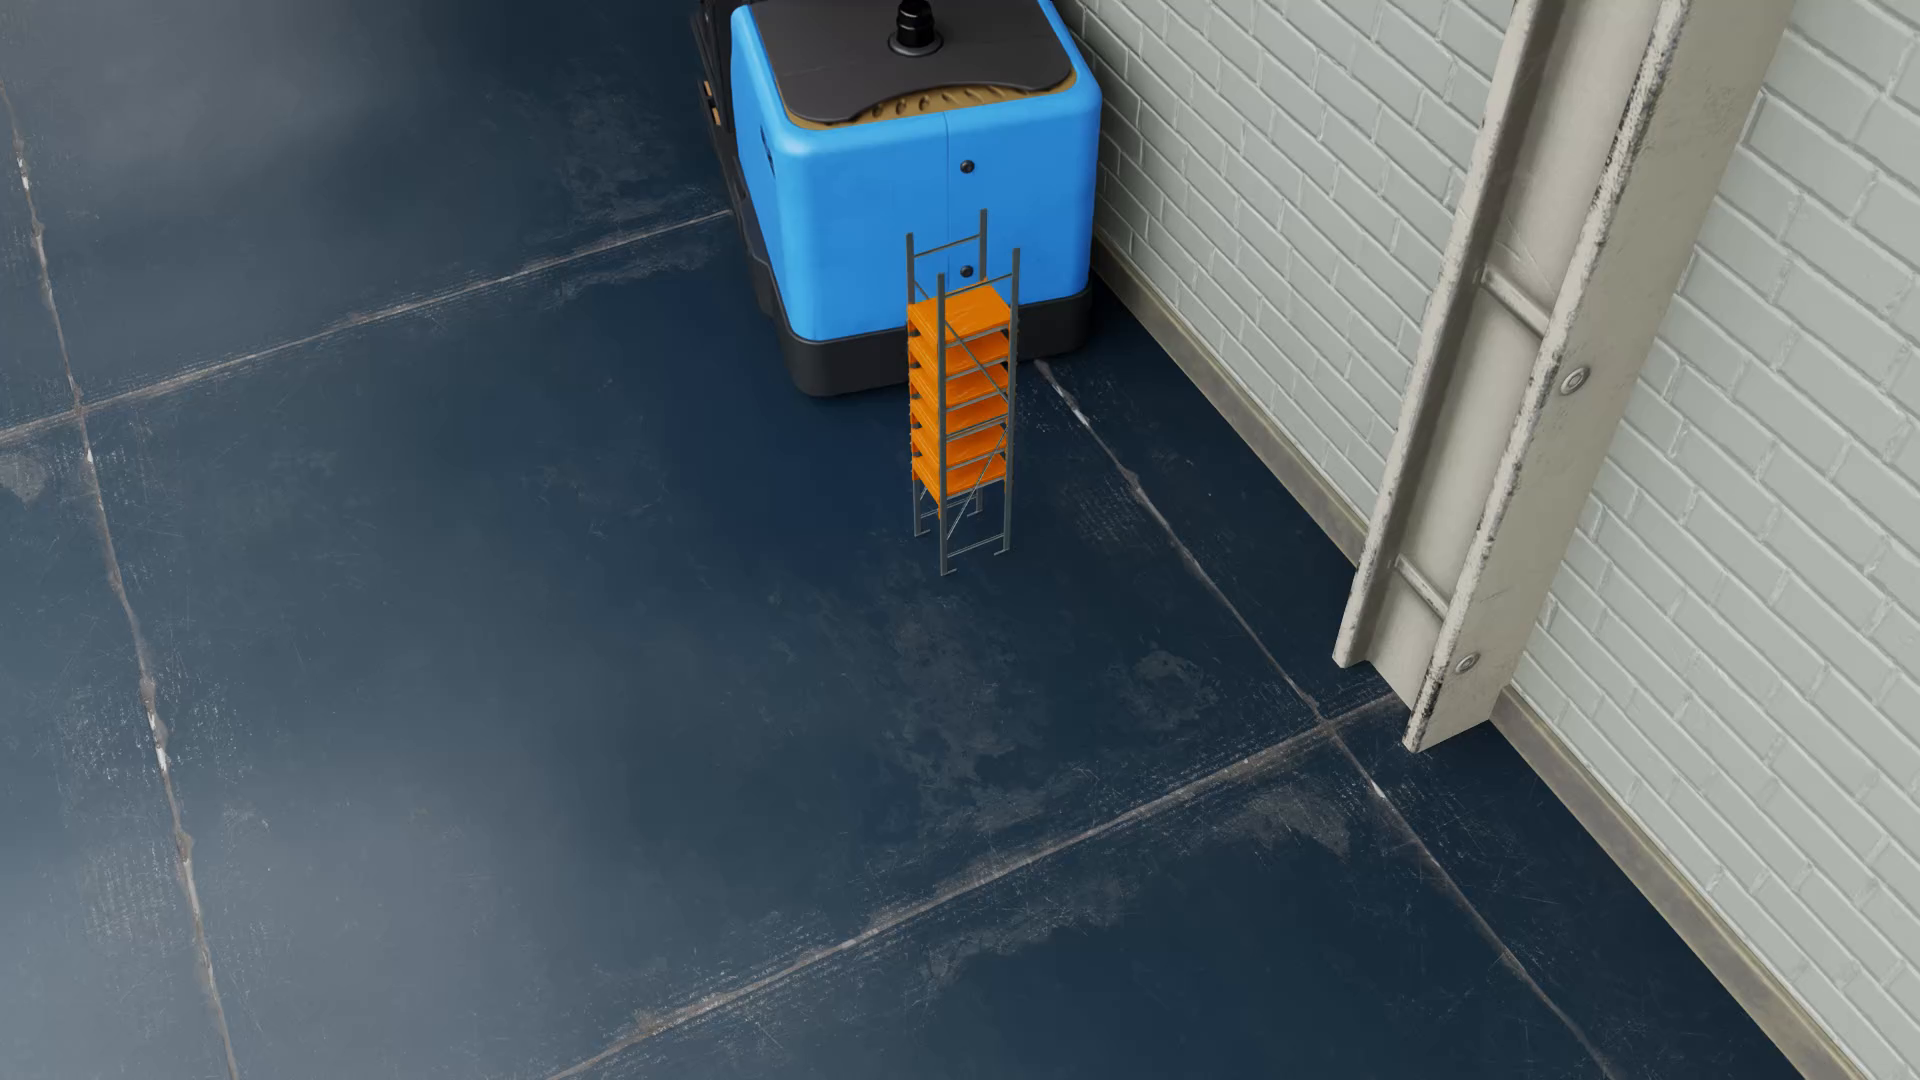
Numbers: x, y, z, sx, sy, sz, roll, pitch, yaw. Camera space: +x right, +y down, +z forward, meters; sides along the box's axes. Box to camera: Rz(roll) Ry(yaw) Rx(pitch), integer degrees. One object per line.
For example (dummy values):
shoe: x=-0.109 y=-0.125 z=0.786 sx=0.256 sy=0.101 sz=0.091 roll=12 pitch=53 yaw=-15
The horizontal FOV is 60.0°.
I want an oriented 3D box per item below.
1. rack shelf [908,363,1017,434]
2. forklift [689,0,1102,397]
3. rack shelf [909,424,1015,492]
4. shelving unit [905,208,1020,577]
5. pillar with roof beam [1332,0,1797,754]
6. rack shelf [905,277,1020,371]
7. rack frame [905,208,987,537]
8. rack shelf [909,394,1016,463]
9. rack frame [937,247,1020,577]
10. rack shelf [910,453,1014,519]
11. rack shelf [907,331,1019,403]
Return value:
rack shelf: x=0.007 y=-0.435 z=4.733 sx=0.258 sy=0.103 sz=0.180 roll=-21 pitch=52 yaw=-18
forklift: x=-0.429 y=-2.582 z=5.561 sx=1.130 sy=2.935 sz=3.031 roll=-12 pitch=50 yaw=-10
rack shelf: x=0.007 y=-0.277 z=4.914 sx=0.258 sy=0.103 sz=0.180 roll=-21 pitch=52 yaw=-18
shelving unit: x=0.007 y=-0.385 z=4.790 sx=0.258 sy=1.200 sz=0.189 roll=-21 pitch=52 yaw=-18
pillar with roof beam: x=-2.497 y=-1.057 z=0.196 sx=9.100 sy=9.000 sz=0.400 roll=-21 pitch=52 yaw=-18
rack shelf: x=0.007 y=-0.593 z=4.552 sx=0.258 sy=0.103 sz=0.180 roll=-21 pitch=52 yaw=-18
rack frame: x=-0.035 y=-0.447 z=4.843 sx=0.240 sy=1.200 sz=0.006 roll=-21 pitch=52 yaw=-18
rack shelf: x=0.007 y=-0.356 z=4.823 sx=0.258 sy=0.103 sz=0.180 roll=-21 pitch=52 yaw=-18
rack frame: x=0.048 y=-0.324 z=4.736 sx=0.240 sy=1.200 sz=0.006 roll=-21 pitch=52 yaw=-18
rack shelf: x=0.007 y=-0.198 z=5.004 sx=0.258 sy=0.103 sz=0.180 roll=-21 pitch=52 yaw=-18
rack shelf: x=0.007 y=-0.514 z=4.643 sx=0.258 sy=0.103 sz=0.180 roll=-21 pitch=52 yaw=-18
